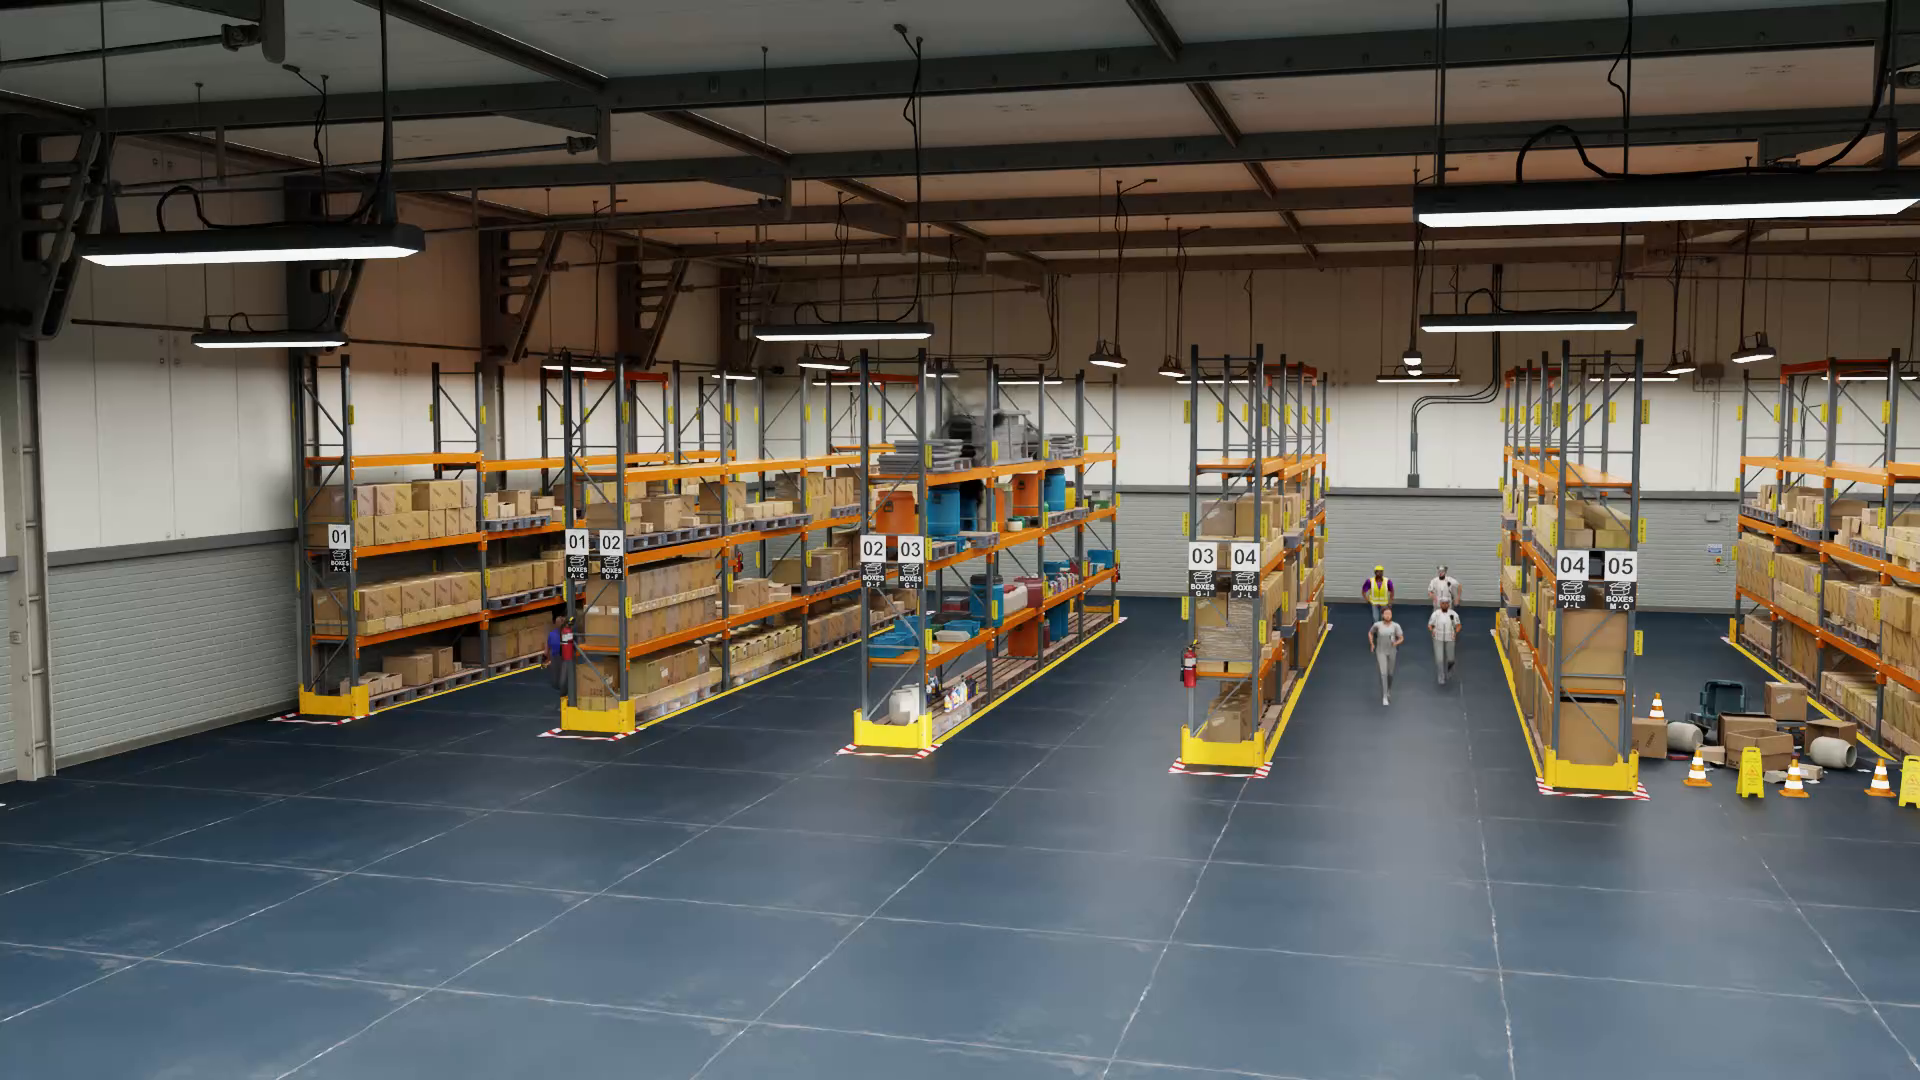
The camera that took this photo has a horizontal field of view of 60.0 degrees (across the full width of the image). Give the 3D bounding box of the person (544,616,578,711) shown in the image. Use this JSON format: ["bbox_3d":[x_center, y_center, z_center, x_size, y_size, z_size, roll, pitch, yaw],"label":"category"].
[{"bbox_3d":[-6.767,2.084,28.366,0.558,1.608,0.592,1,4,7],"label":"person"}]

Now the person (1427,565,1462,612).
[{"bbox_3d":[10.553,1.408,36.290,0.690,1.740,0.730,2,5,23],"label":"person"}]

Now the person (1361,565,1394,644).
[{"bbox_3d":[9.136,1.414,36.364,0.711,1.728,0.576,1,4,10],"label":"person"}]

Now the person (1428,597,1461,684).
[{"bbox_3d":[9.030,1.869,31.018,0.604,1.616,0.575,1,4,16],"label":"person"}]

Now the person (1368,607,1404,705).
[{"bbox_3d":[7.406,1.990,28.910,0.581,1.659,0.877,1,4,7],"label":"person"}]
